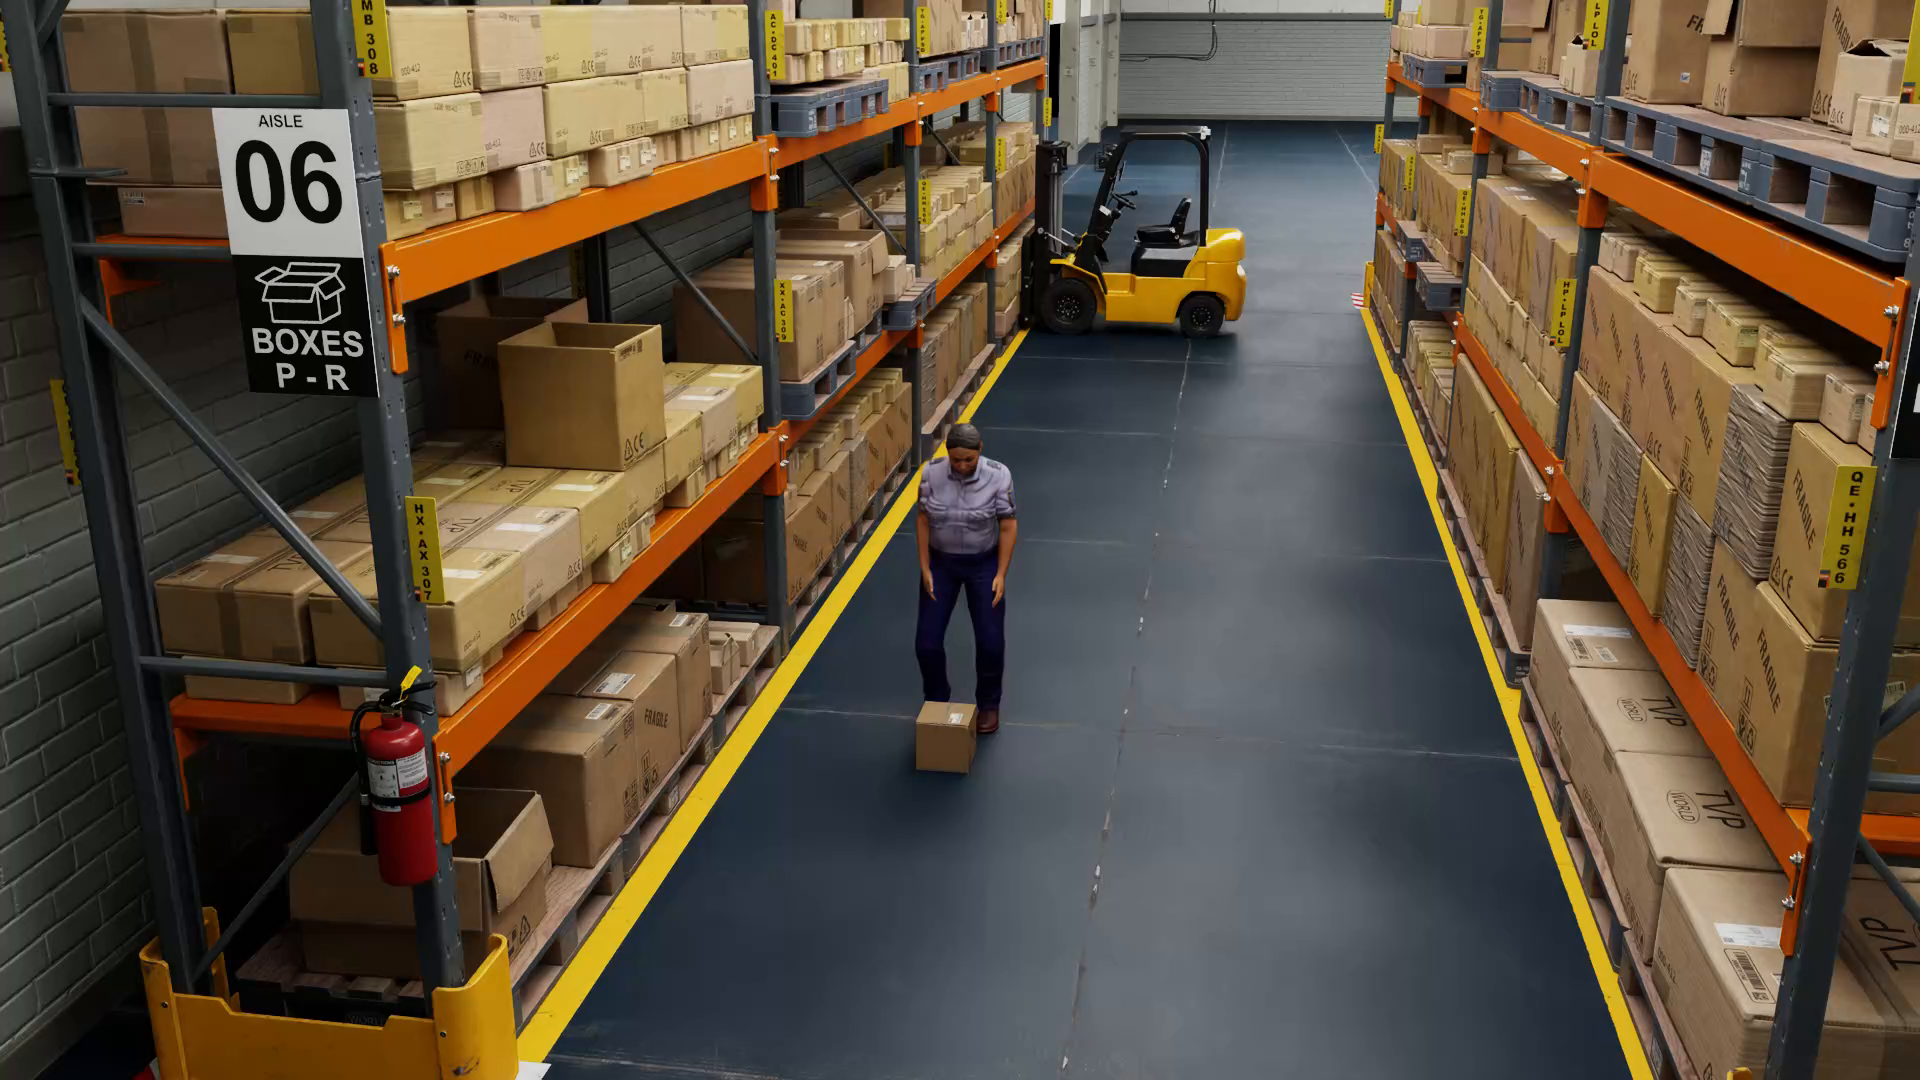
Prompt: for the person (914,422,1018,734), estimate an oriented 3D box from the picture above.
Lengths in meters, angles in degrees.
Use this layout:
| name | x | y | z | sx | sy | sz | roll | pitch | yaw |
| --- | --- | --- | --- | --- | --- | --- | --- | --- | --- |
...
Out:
| name | x | y | z | sx | sy | sz | roll | pitch | yaw |
| --- | --- | --- | --- | --- | --- | --- | --- | --- | --- |
| person | 0.034 | 0.169 | 8.179 | 0.504 | 1.587 | 0.426 | 3 | 18 | 10 |
